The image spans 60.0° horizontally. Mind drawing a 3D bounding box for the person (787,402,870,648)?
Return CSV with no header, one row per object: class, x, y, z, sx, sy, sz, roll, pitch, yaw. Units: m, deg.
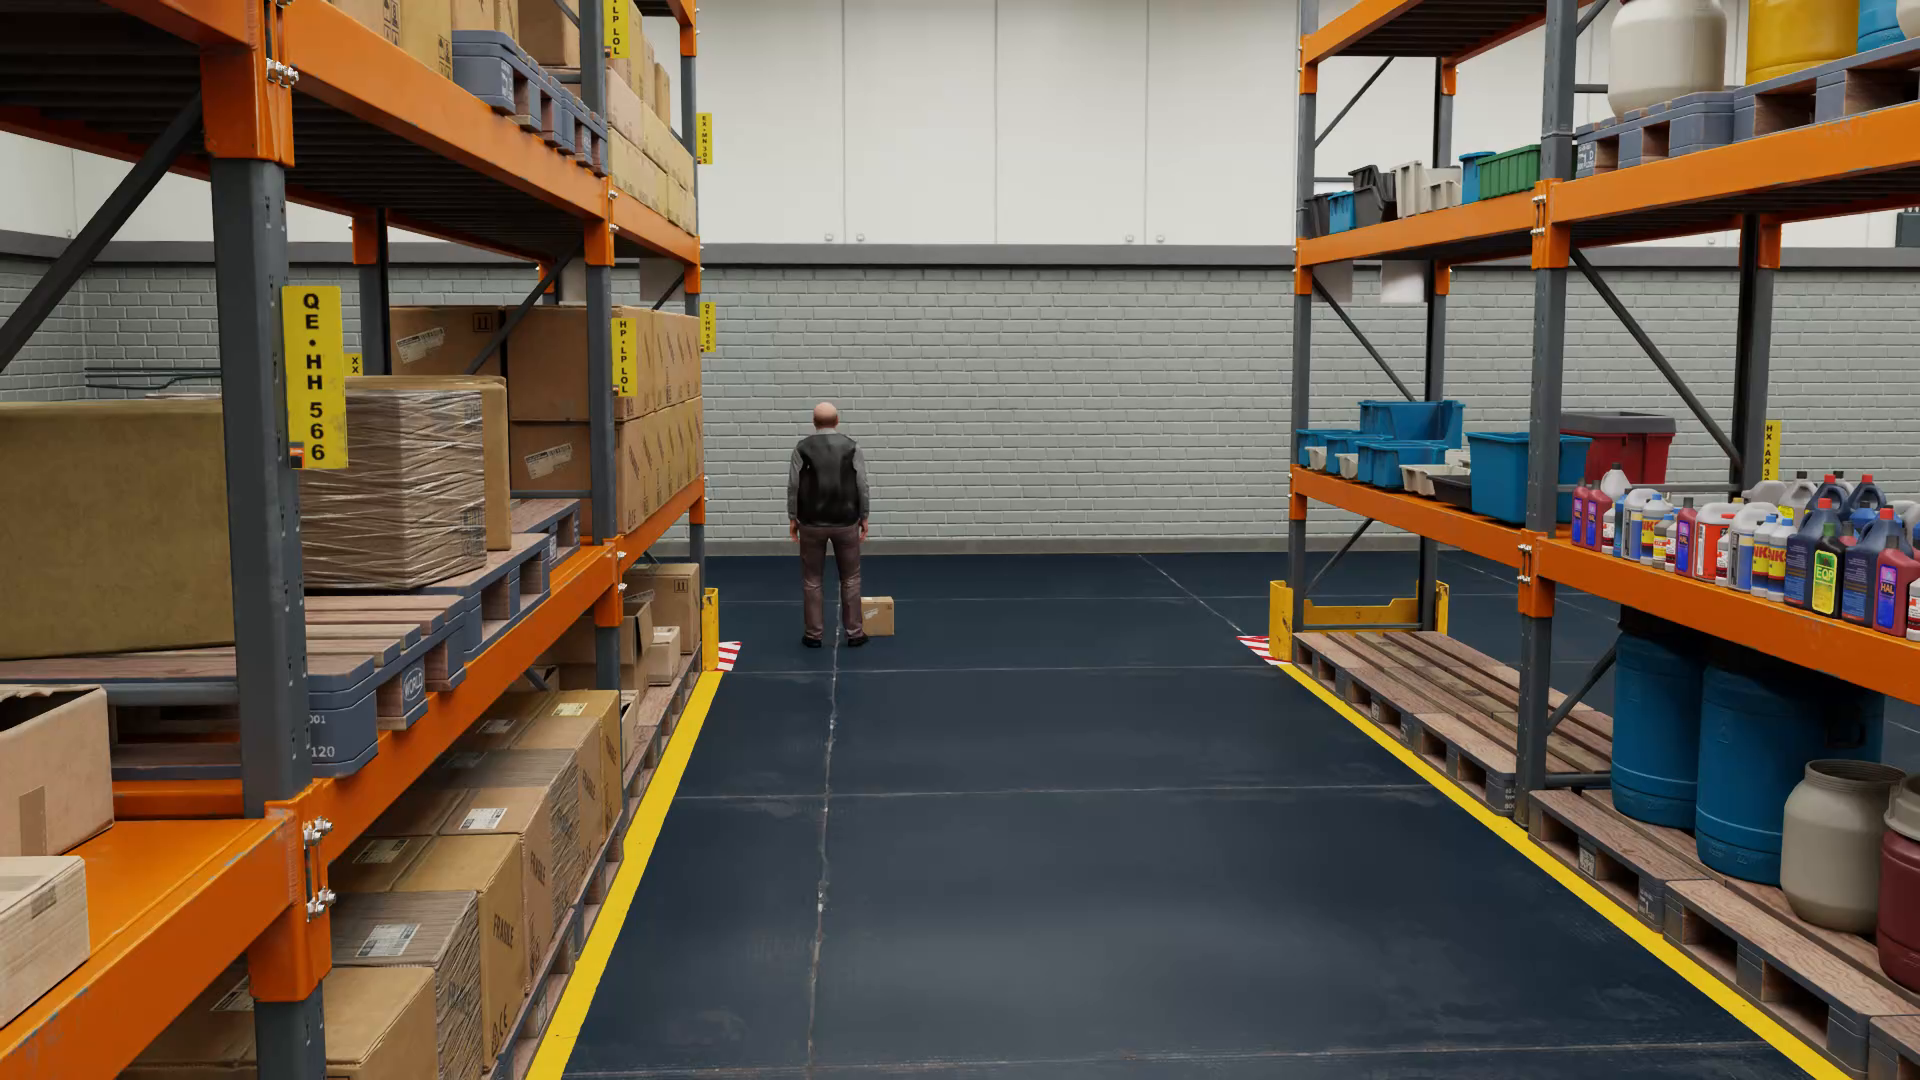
person,-0.925,-0.106,11.732,0.580,1.722,0.419,-1,7,-6
